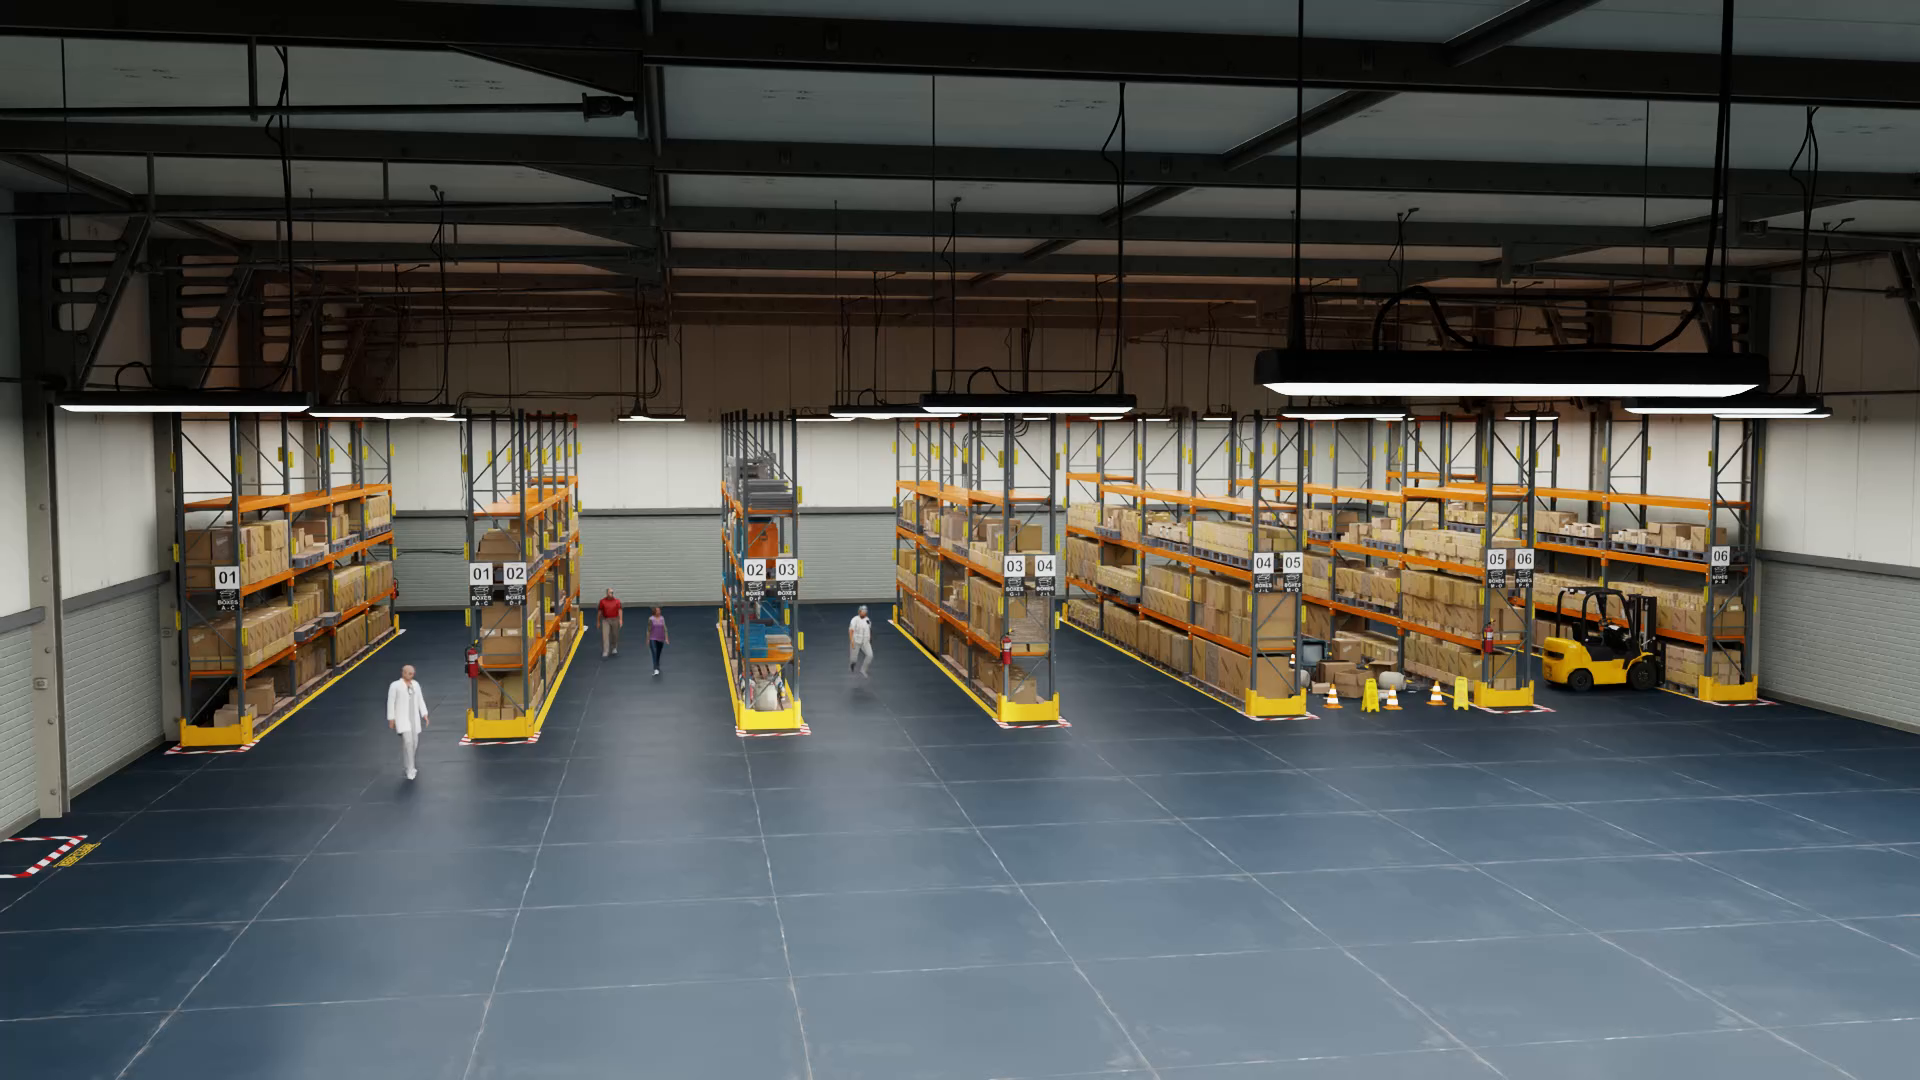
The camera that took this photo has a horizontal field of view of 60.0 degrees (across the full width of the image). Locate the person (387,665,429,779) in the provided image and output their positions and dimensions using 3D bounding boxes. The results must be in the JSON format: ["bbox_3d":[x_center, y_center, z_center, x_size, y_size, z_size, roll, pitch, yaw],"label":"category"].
[{"bbox_3d":[-8.972,2.968,27.125,0.646,1.840,0.611,3,5,35],"label":"person"}]

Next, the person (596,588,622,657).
[{"bbox_3d":[-8.610,2.014,40.847,0.623,1.650,1.079,-1,4,-14],"label":"person"}]

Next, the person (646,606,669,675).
[{"bbox_3d":[-6.944,2.277,38.145,0.474,1.528,1.017,-1,4,-21],"label":"person"}]

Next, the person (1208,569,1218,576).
[{"bbox_3d":[7.114,1.627,46.845,0.399,1.678,0.490,2,5,28],"label":"person"}]

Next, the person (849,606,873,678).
[{"bbox_3d":[-2.132,2.191,35.921,0.564,1.549,0.807,-2,4,-26],"label":"person"}]
